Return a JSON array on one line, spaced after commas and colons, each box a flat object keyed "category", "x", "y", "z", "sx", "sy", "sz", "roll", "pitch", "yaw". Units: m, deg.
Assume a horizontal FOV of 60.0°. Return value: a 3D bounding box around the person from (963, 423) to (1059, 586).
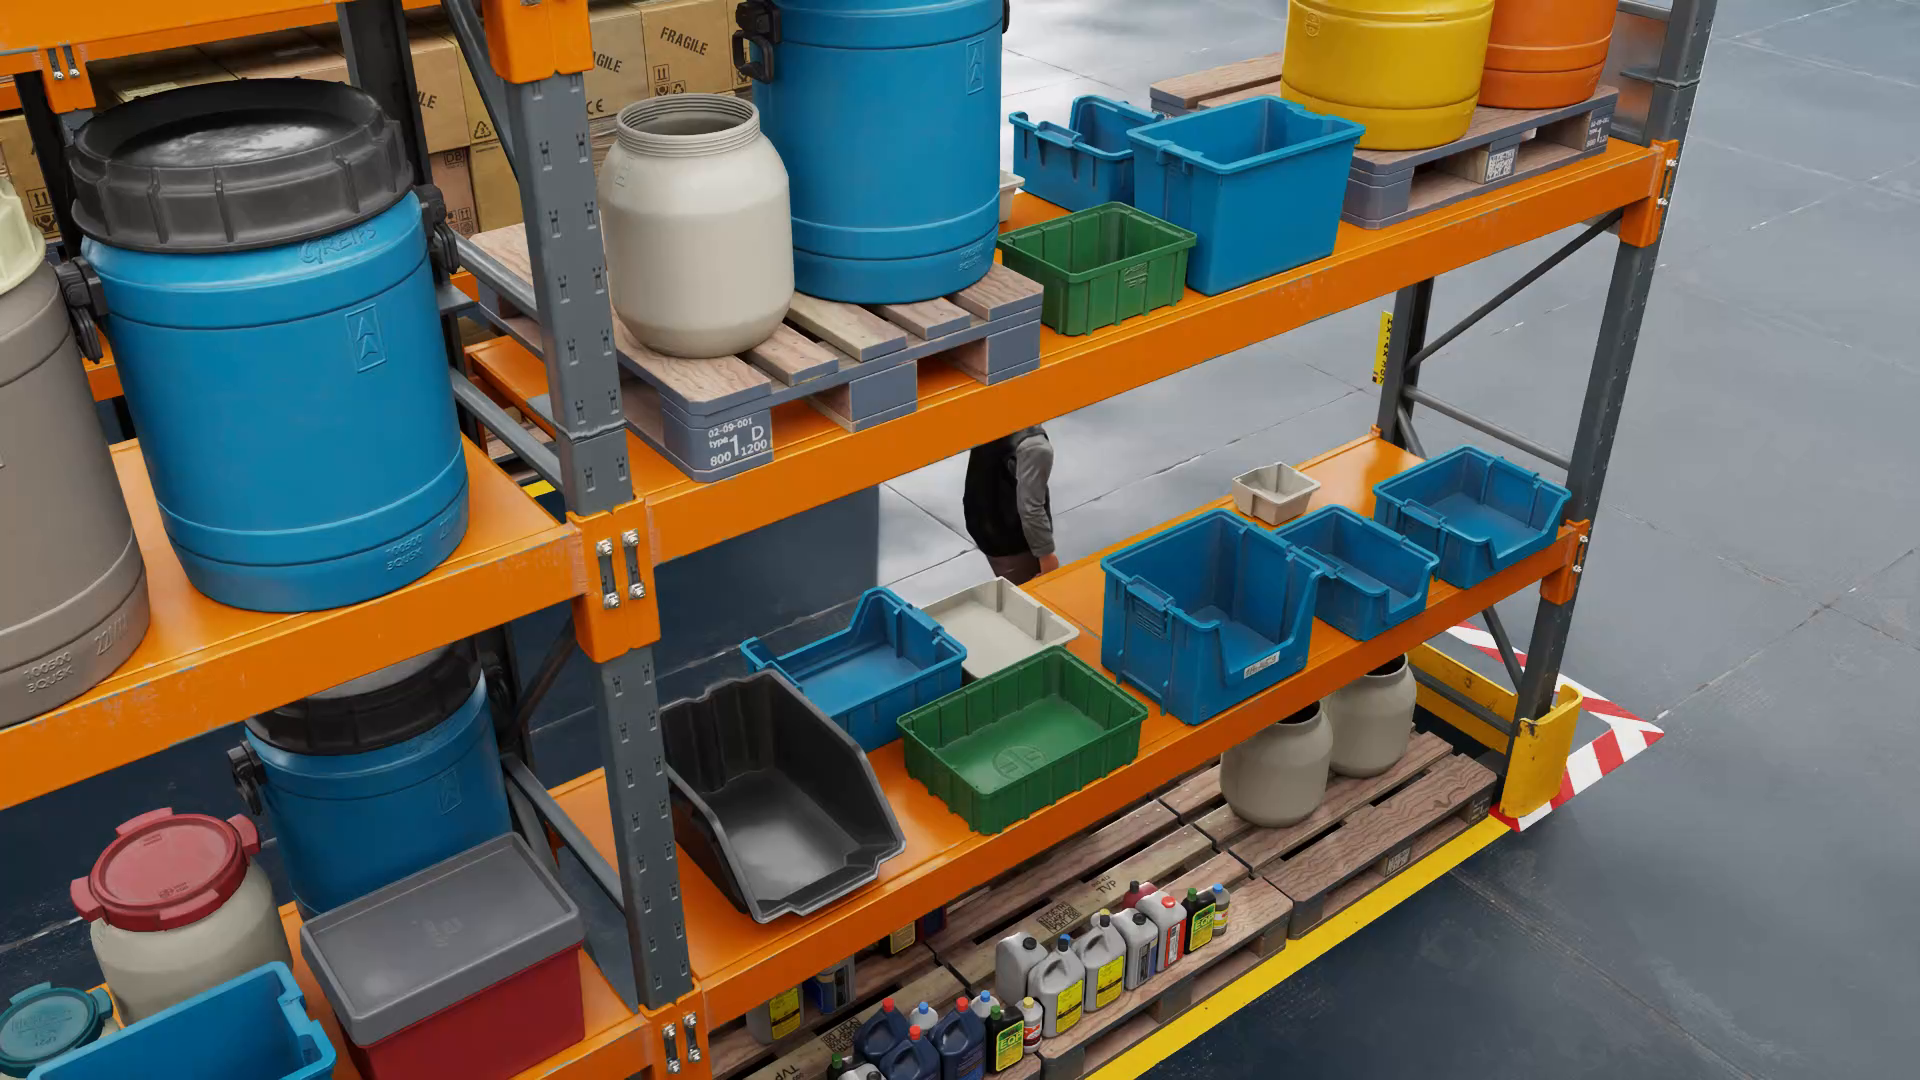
[{"category": "person", "x": 0.256, "y": -0.026, "z": 7.200, "sx": 0.460, "sy": 1.722, "sz": 0.580, "roll": -10, "pitch": 33, "yaw": -16}]
